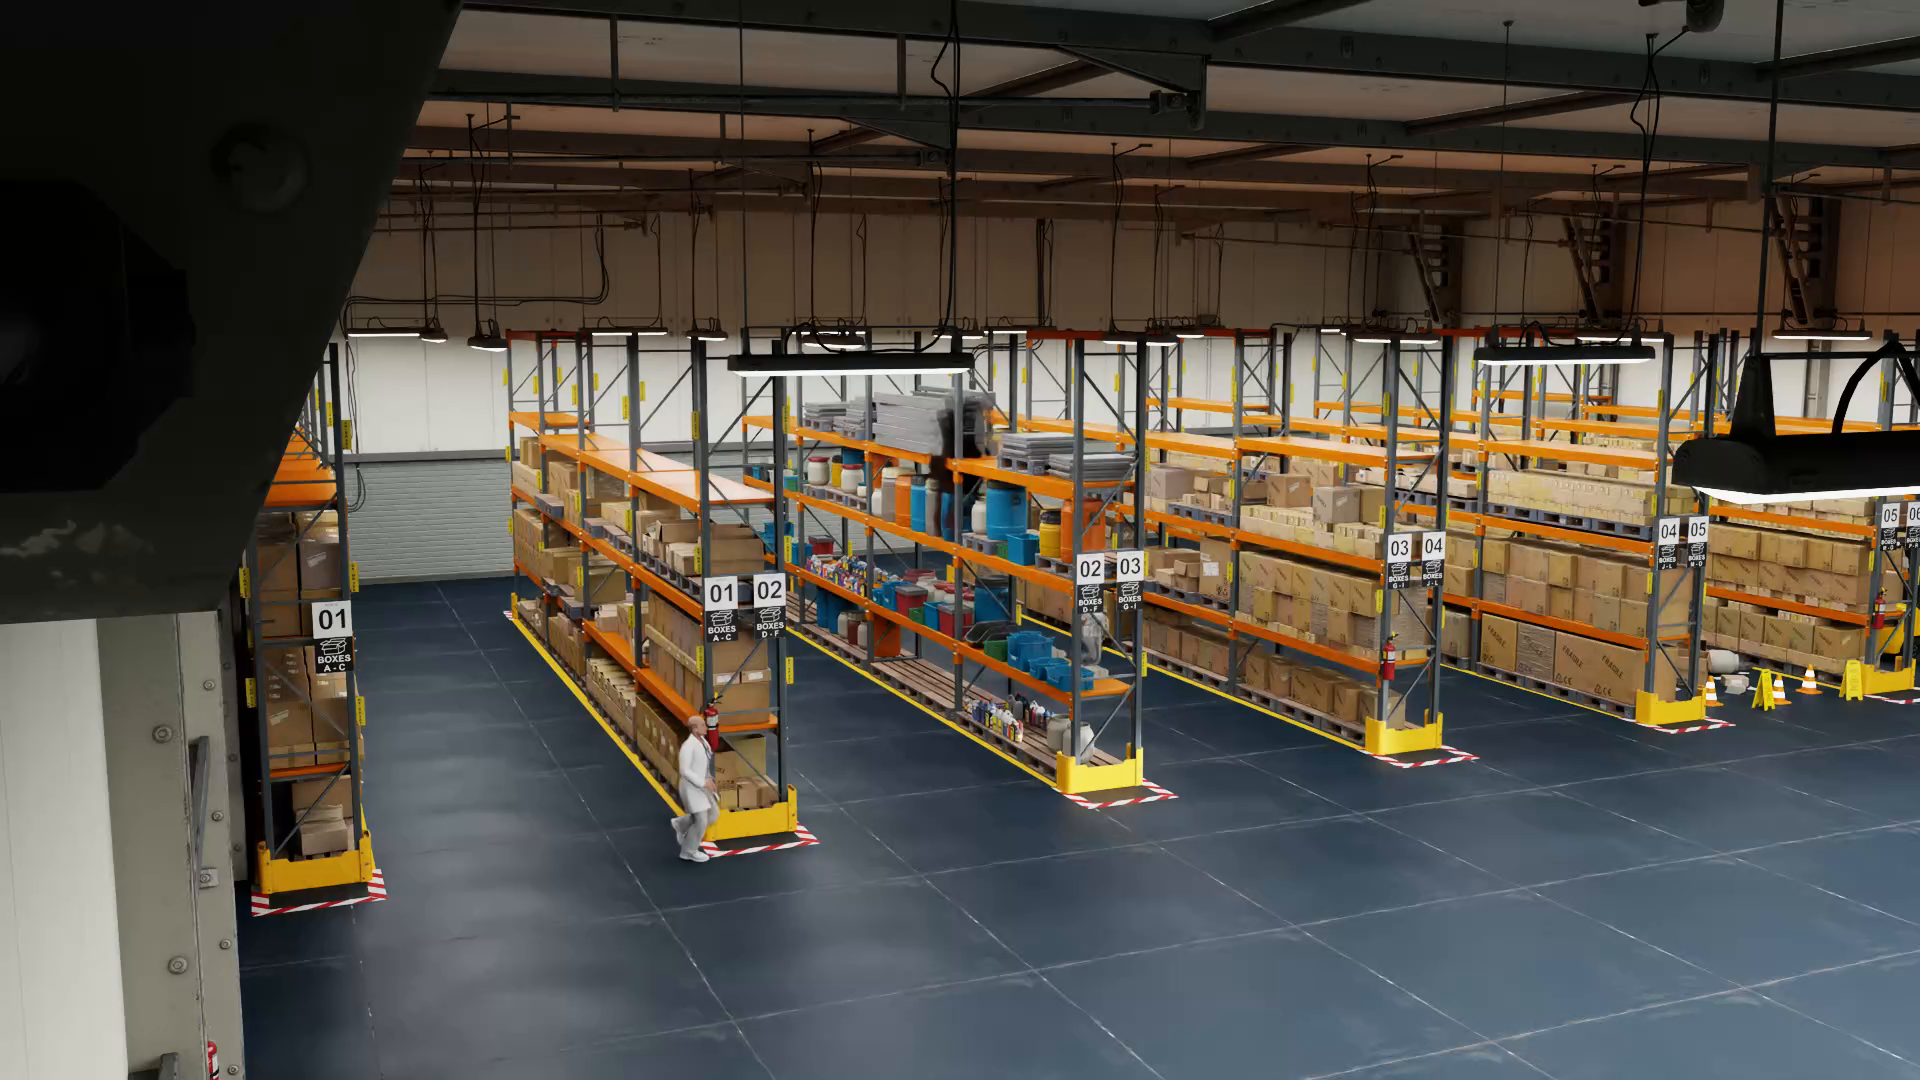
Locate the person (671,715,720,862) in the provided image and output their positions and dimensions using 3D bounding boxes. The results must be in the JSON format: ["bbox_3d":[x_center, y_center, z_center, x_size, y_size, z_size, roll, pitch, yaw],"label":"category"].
[{"bbox_3d":[-3.074,2.874,19.271,0.681,1.727,0.690,2,8,12],"label":"person"}]

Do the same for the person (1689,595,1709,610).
[{"bbox_3d":[15.145,0.839,33.941,0.680,1.783,0.891,-4,9,-29],"label":"person"}]

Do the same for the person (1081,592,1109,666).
[{"bbox_3d":[2.272,1.649,28.641,0.599,1.625,0.618,-6,10,-38],"label":"person"}]
